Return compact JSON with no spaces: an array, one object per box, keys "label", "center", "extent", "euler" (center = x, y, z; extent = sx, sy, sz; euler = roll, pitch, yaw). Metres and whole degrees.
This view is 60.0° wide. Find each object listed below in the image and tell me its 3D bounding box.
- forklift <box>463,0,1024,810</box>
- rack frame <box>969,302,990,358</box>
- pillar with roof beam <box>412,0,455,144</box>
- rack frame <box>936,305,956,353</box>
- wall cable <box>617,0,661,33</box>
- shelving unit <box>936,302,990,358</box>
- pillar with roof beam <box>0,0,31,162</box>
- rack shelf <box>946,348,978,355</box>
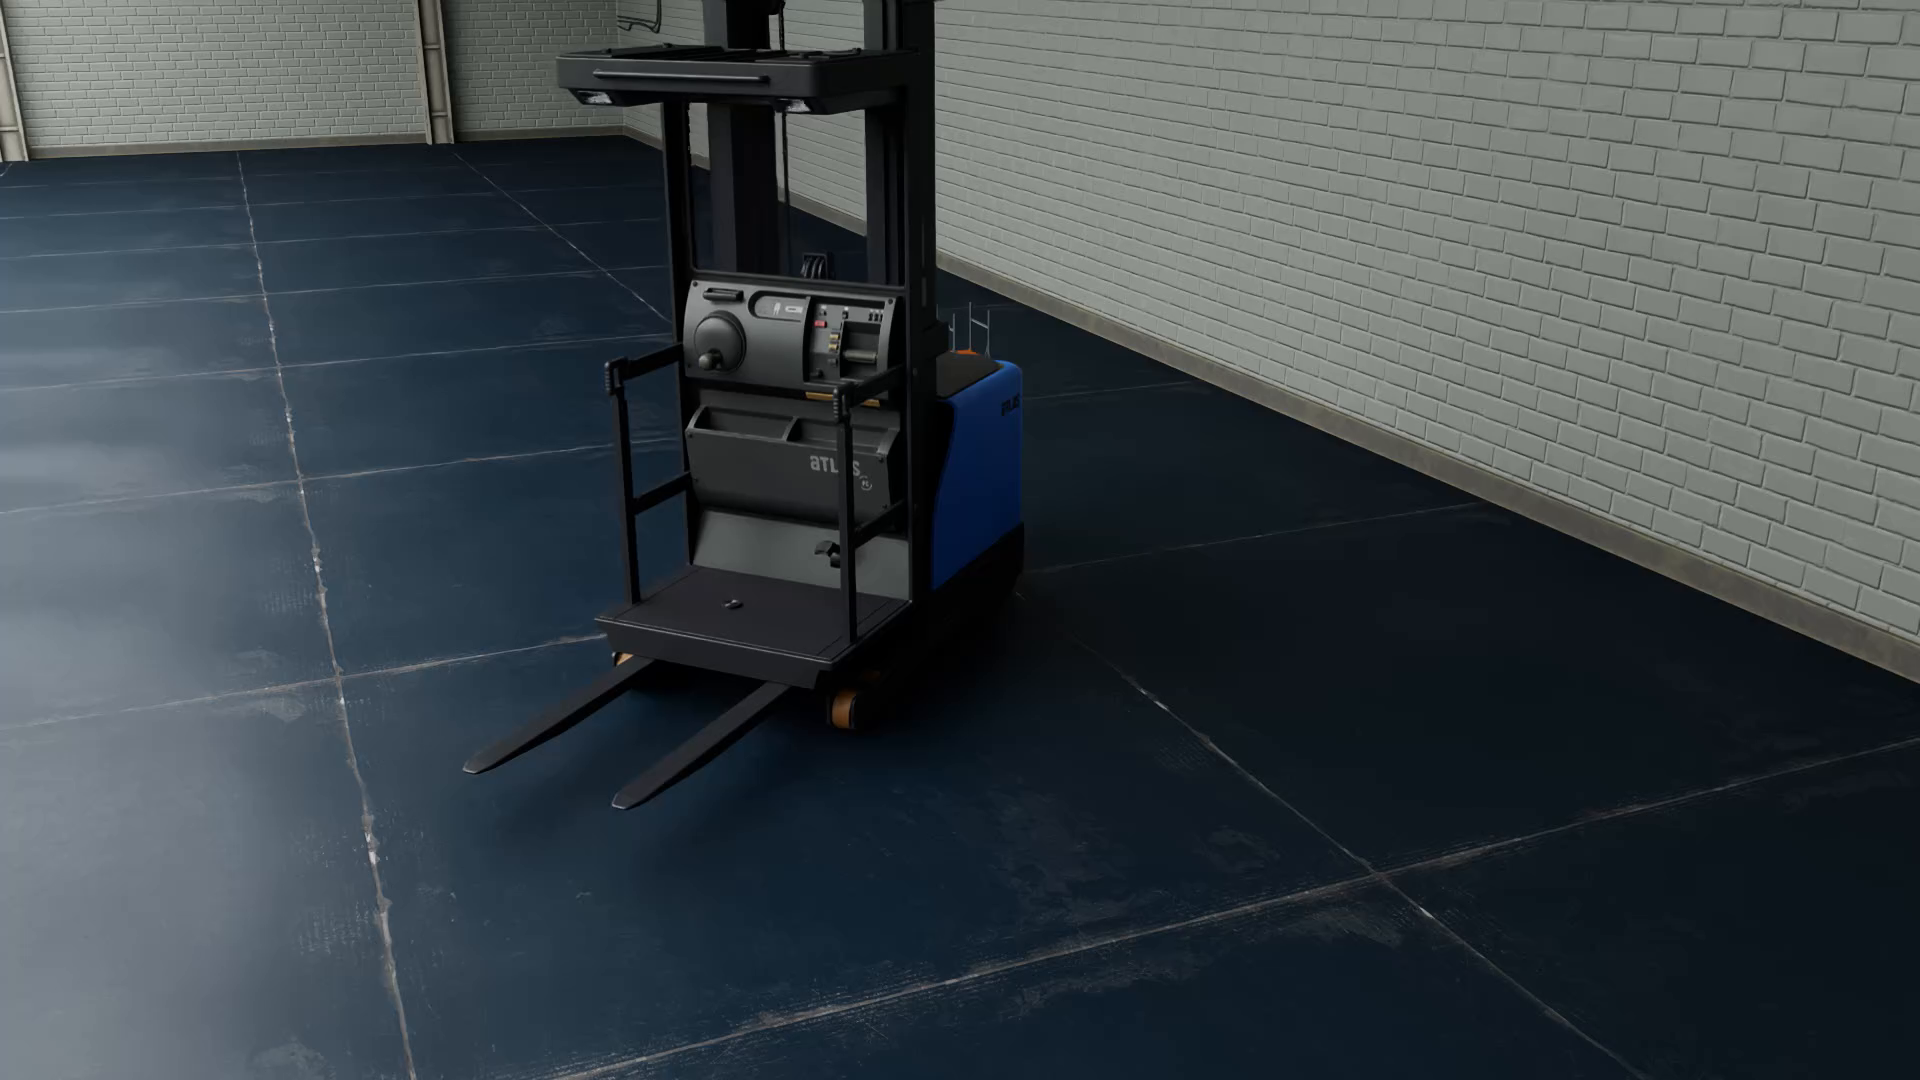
[{"label":"forklift","center":[-0.765,-0.806,6.397],"extent":[1.130,2.935,3.031],"euler":[8,21,23]},{"label":"rack frame","center":[0.097,-0.580,8.362],"extent":[0.006,1.200,0.240],"euler":[-8,21,-22]},{"label":"pillar with roof beam","center":[-6.567,-9.256,21.259],"extent":[0.400,9.000,9.100],"euler":[-8,21,-22]},{"label":"rack frame","center":[-0.071,-0.556,8.294],"extent":[0.006,1.200,0.240],"euler":[-8,21,-22]},{"label":"wall cable","center":[-5.043,-9.088,25.459],"extent":[0.112,2.526,3.097],"euler":[-8,21,-22]},{"label":"shelving unit","center":[0.013,-0.568,8.328],"extent":[0.189,1.200,0.258],"euler":[-8,21,-22]},{"label":"pillar with roof beam","center":[-12.076,-8.466,19.017],"extent":[0.400,9.000,9.100],"euler":[-8,21,-22]},{"label":"rack shelf","center":[0.013,-0.866,8.223],"extent":[0.180,0.103,0.258],"euler":[-8,21,-22]}]
